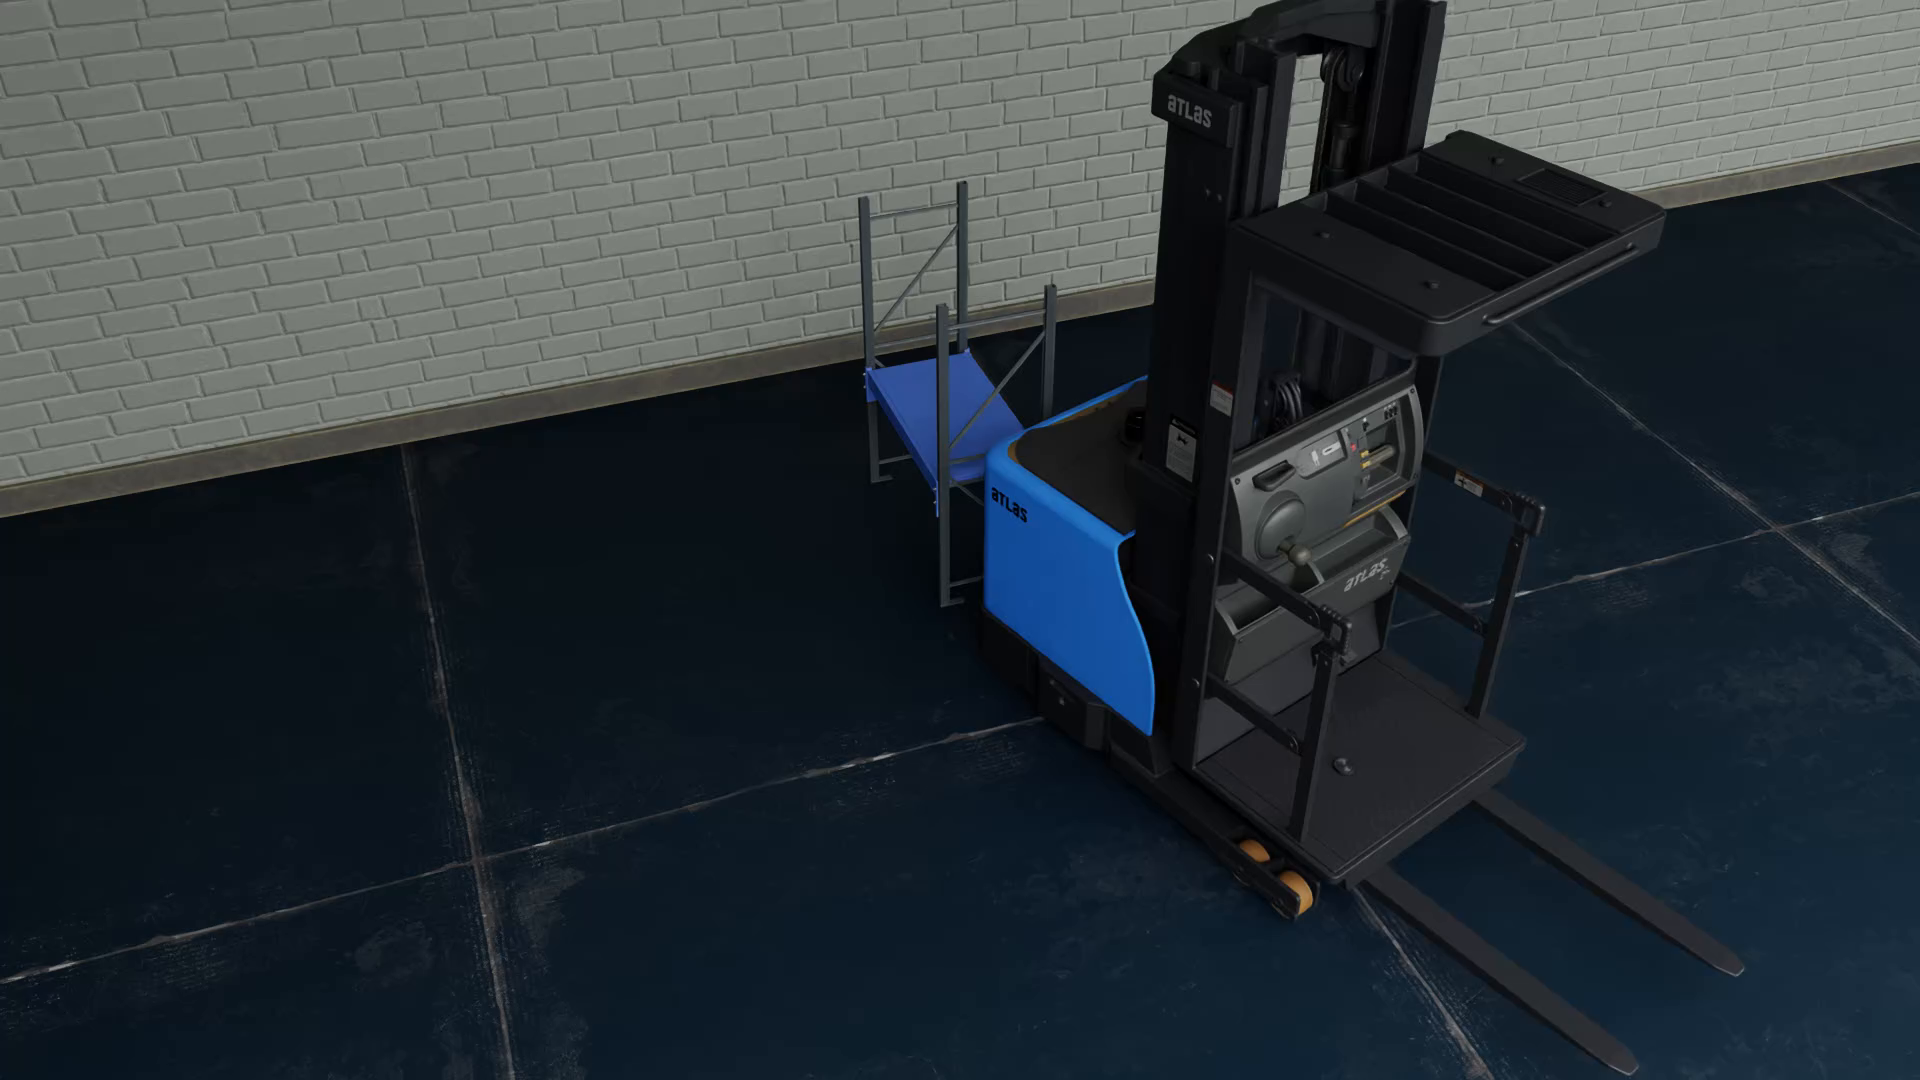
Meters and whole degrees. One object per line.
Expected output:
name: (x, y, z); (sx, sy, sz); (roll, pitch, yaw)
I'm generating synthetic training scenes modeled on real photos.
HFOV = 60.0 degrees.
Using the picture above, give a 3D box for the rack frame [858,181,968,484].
rack frame: (-0.204, -0.934, 7.744); (0.500, 1.500, 0.032); (-12, 39, -16)

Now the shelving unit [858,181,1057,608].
shelving unit: (-0.029, -0.647, 7.363); (0.538, 1.500, 1.048); (-12, 39, -16)

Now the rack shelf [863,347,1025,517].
rack shelf: (-0.029, -0.504, 7.471); (0.538, 0.185, 1.000); (-12, 39, -16)

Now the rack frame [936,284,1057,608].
rack frame: (0.146, -0.360, 6.981); (0.500, 1.500, 0.032); (-12, 39, -16)

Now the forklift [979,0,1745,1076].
forklift: (1.392, -0.162, 5.529); (1.130, 2.935, 3.031); (-26, 44, -30)
